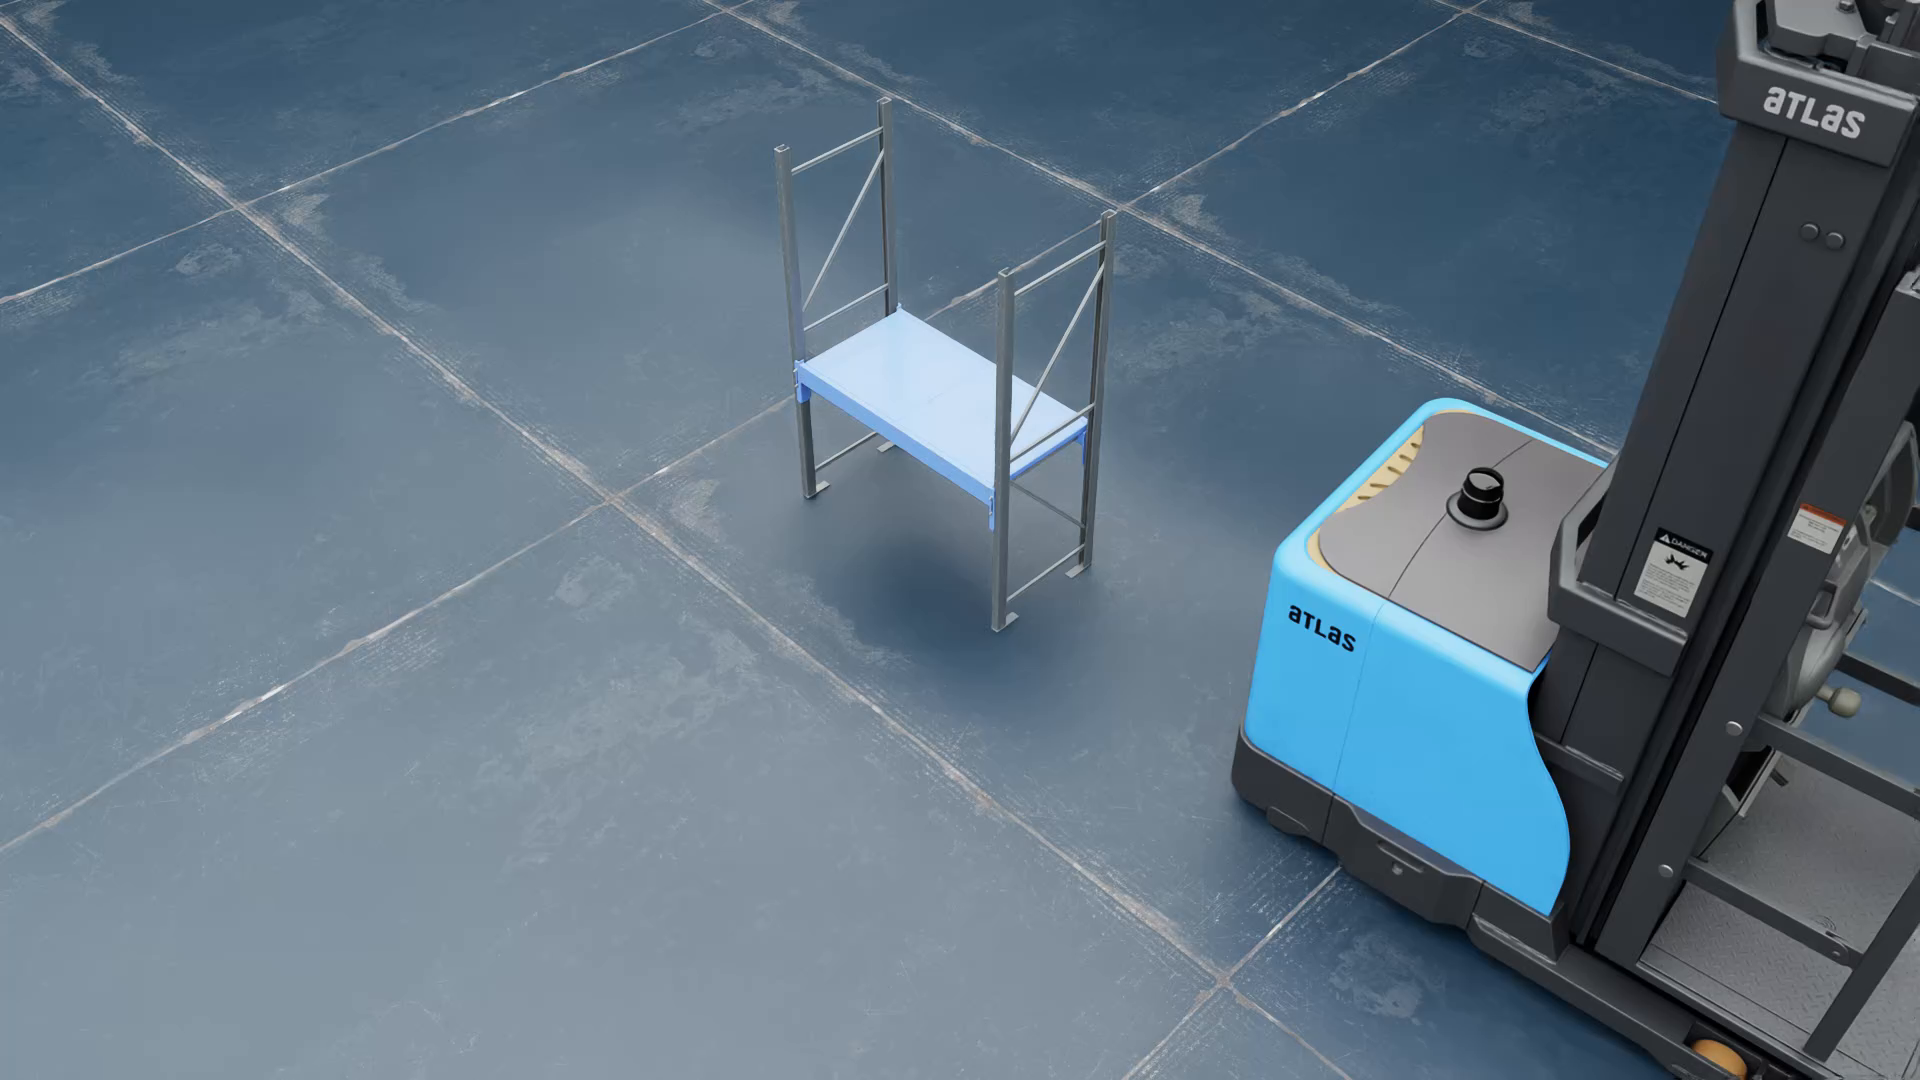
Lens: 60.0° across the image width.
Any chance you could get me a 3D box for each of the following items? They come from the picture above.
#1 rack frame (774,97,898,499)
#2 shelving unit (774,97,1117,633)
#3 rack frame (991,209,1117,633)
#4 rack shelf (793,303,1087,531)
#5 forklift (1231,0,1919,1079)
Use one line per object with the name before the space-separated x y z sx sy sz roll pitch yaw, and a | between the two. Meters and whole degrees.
rack frame | -0.419 -0.836 6.050 0.500 1.500 0.032 -34 53 -31
shelving unit | -0.060 -0.592 5.785 0.538 1.500 1.048 -34 53 -31
rack frame | 0.299 -0.348 5.521 0.500 1.500 0.032 -34 53 -31
rack shelf | -0.060 -0.460 5.907 0.538 0.185 1.000 -34 53 -31
forklift | 2.321 0.138 3.941 3.031 2.935 1.130 30 50 28
